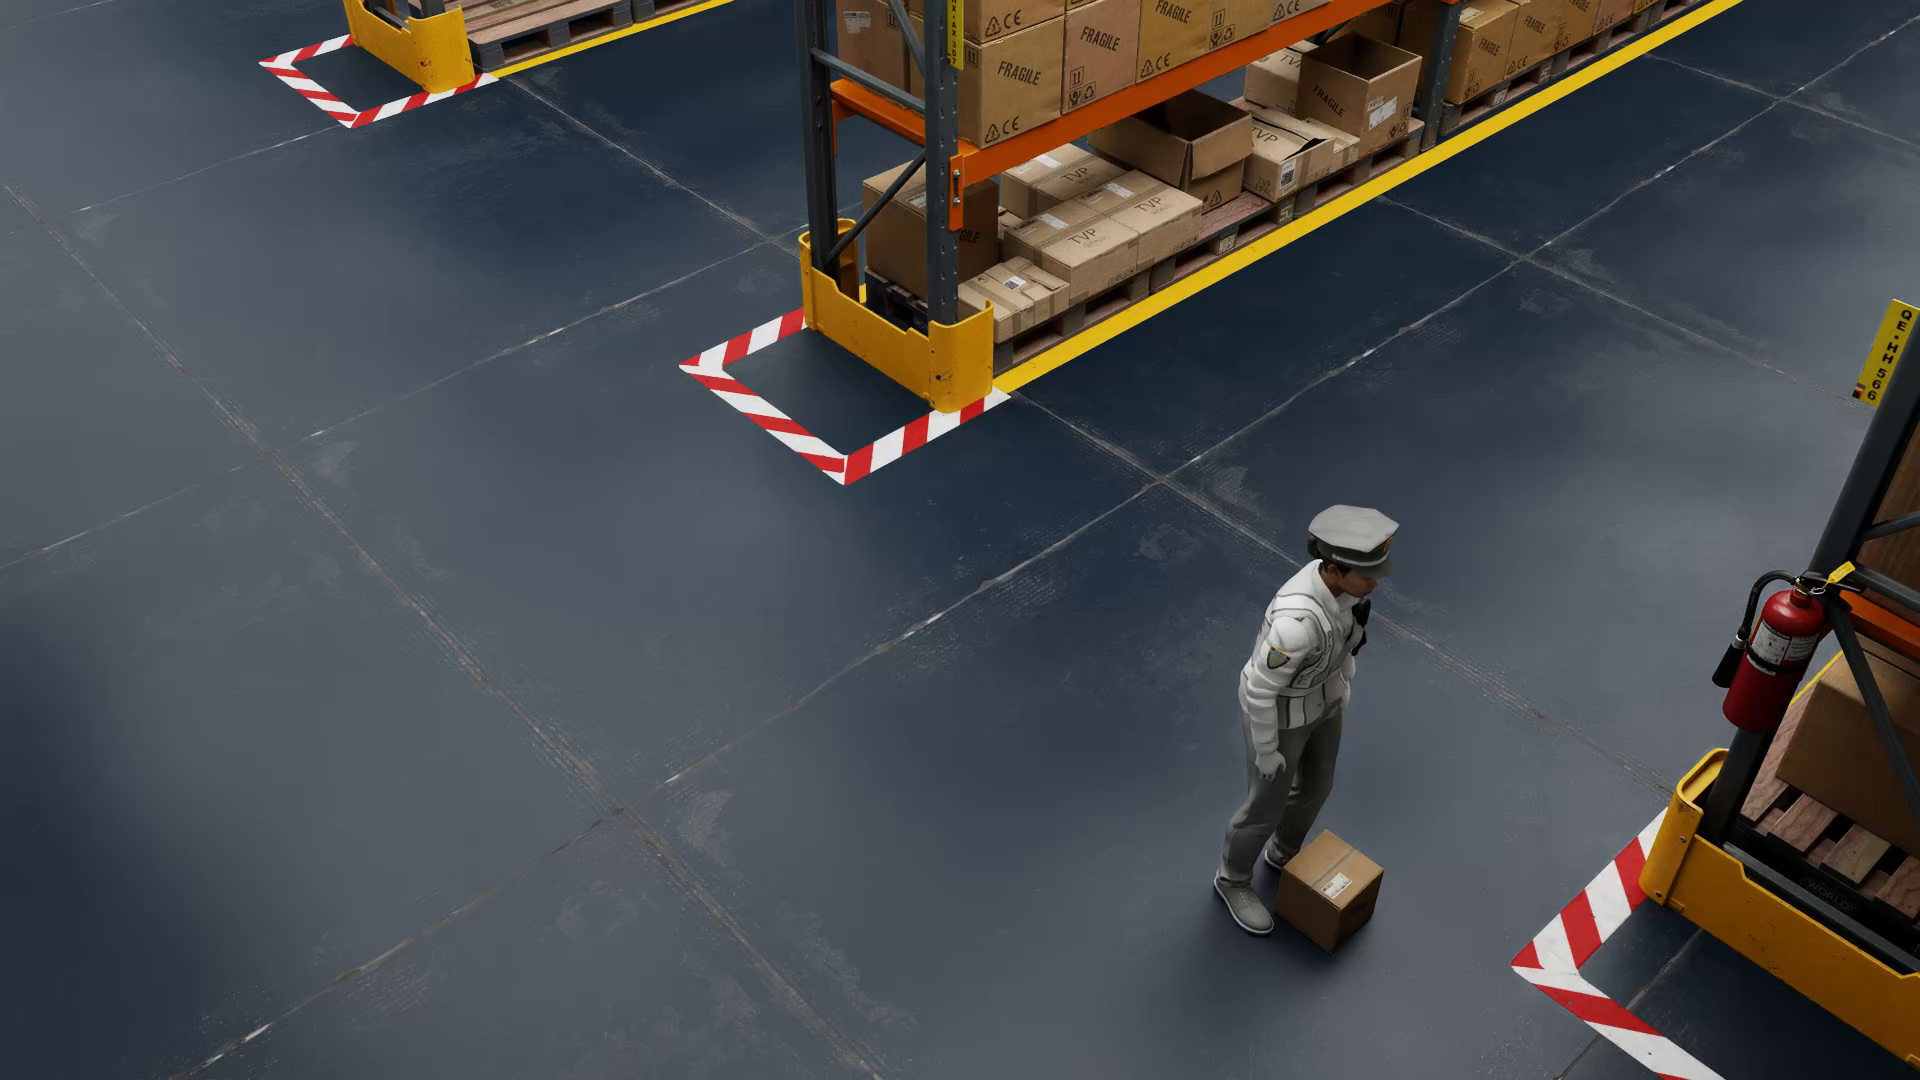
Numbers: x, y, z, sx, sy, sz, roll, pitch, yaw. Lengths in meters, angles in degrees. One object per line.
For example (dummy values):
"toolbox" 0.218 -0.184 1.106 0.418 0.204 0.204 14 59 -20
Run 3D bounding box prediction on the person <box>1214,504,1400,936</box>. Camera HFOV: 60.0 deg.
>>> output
"person" 1.134 0.576 5.468 0.414 1.664 0.546 32 49 32
